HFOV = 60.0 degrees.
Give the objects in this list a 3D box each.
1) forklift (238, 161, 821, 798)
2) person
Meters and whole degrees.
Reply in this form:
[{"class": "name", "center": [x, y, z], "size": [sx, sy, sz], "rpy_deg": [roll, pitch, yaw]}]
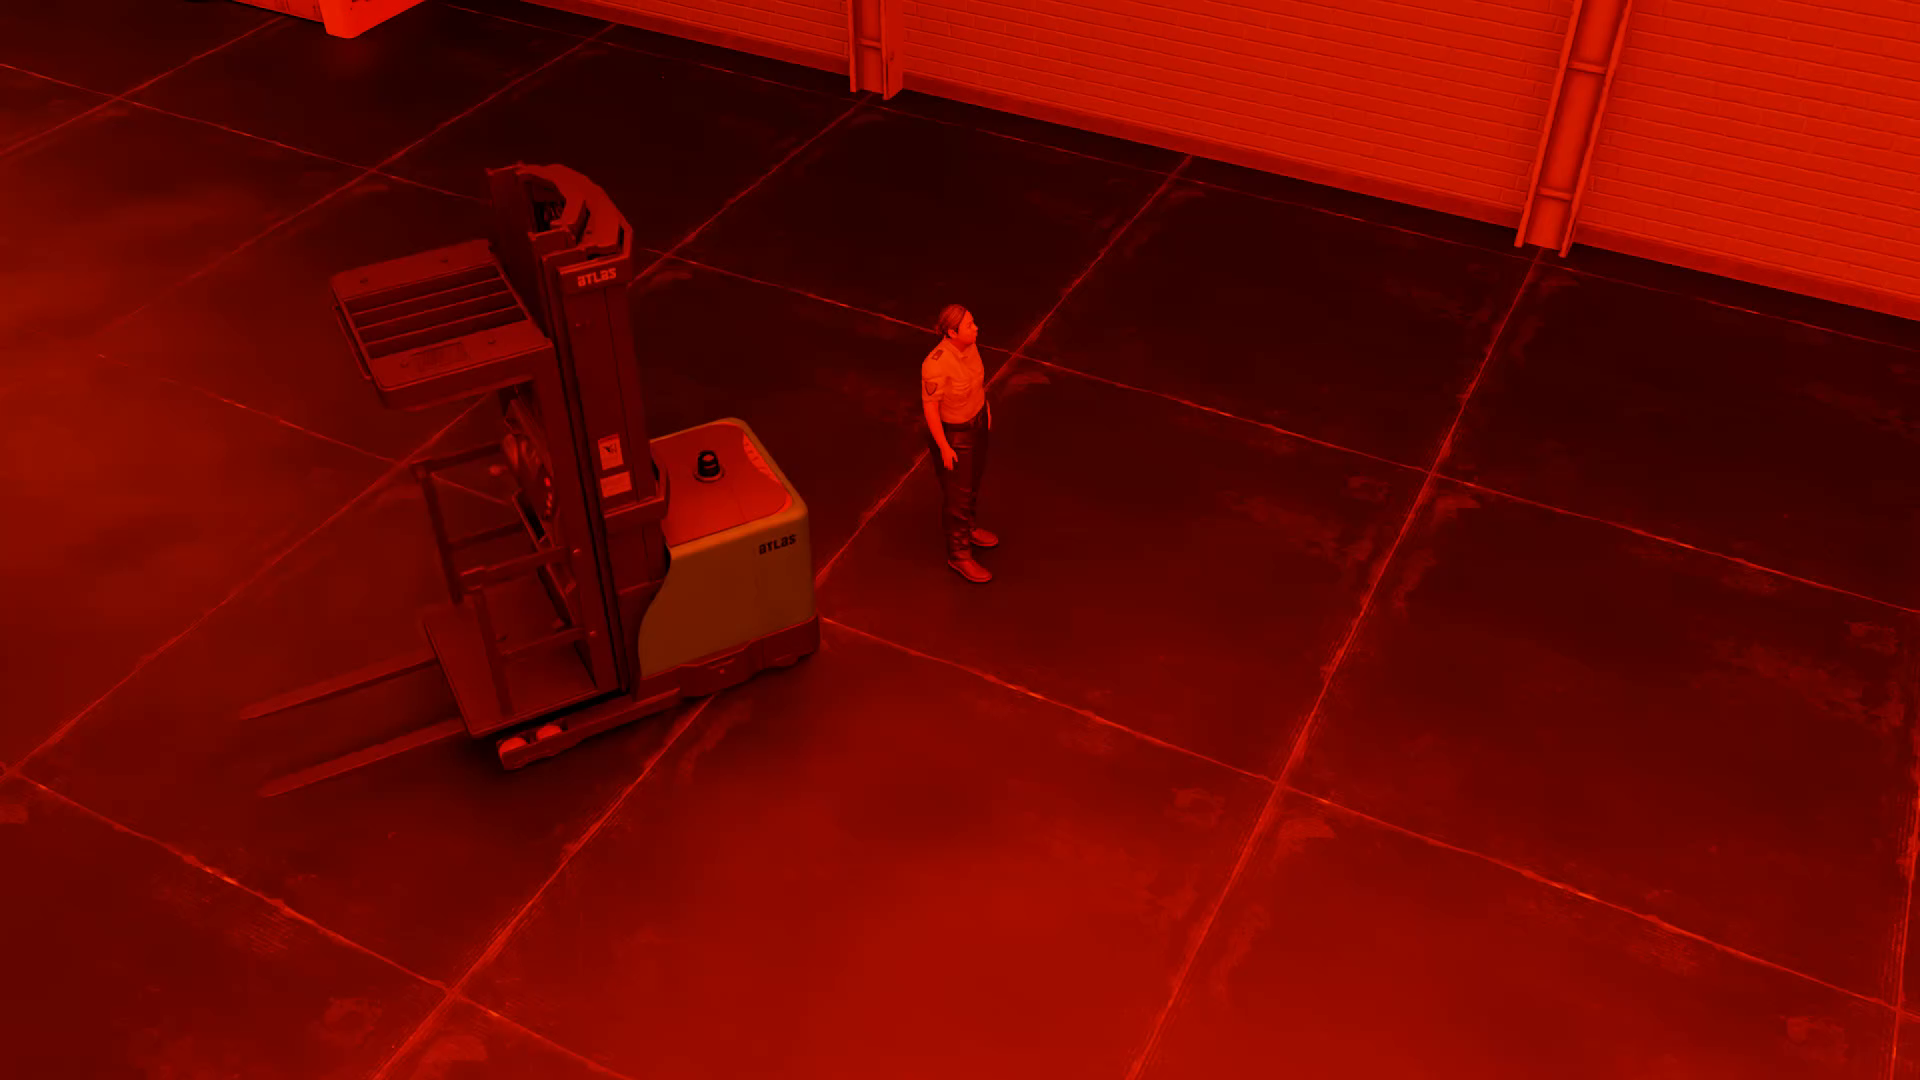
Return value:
[{"class": "forklift", "center": [-2.340, -0.300, 8.342], "size": [3.031, 2.935, 1.130], "rpy_deg": [-19, 44, -21]}, {"class": "person", "center": [0.069, -0.596, 9.679], "size": [0.502, 1.651, 0.598], "rpy_deg": [18, 43, 21]}]
